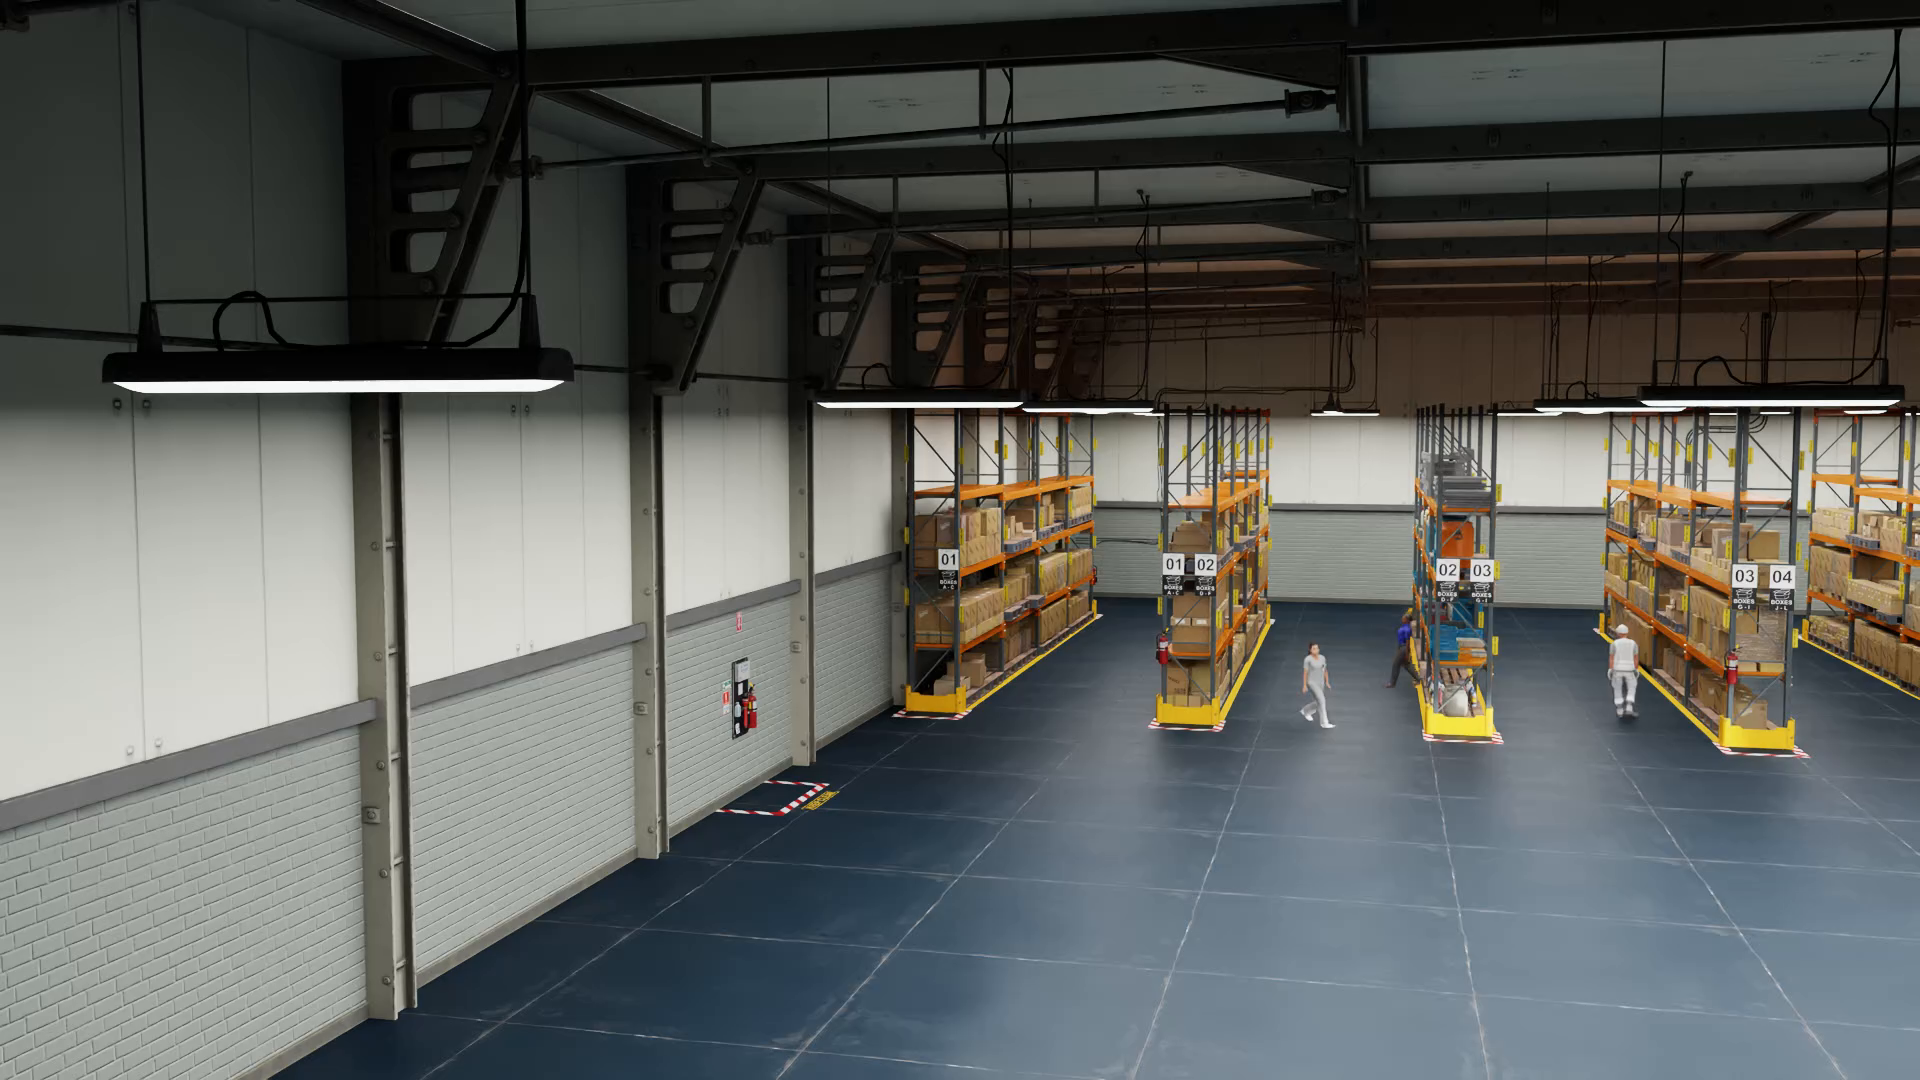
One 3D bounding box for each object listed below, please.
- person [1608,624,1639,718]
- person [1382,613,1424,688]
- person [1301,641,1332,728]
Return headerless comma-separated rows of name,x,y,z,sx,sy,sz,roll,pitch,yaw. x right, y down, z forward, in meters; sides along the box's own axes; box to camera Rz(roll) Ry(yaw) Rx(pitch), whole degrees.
person,12.721,2.518,31.875,0.573,1.783,0.551,1,4,13
person,9.389,2.338,35.152,0.894,1.607,0.458,1,4,13
person,6.643,2.672,31.002,0.443,1.582,0.949,-2,5,-24
